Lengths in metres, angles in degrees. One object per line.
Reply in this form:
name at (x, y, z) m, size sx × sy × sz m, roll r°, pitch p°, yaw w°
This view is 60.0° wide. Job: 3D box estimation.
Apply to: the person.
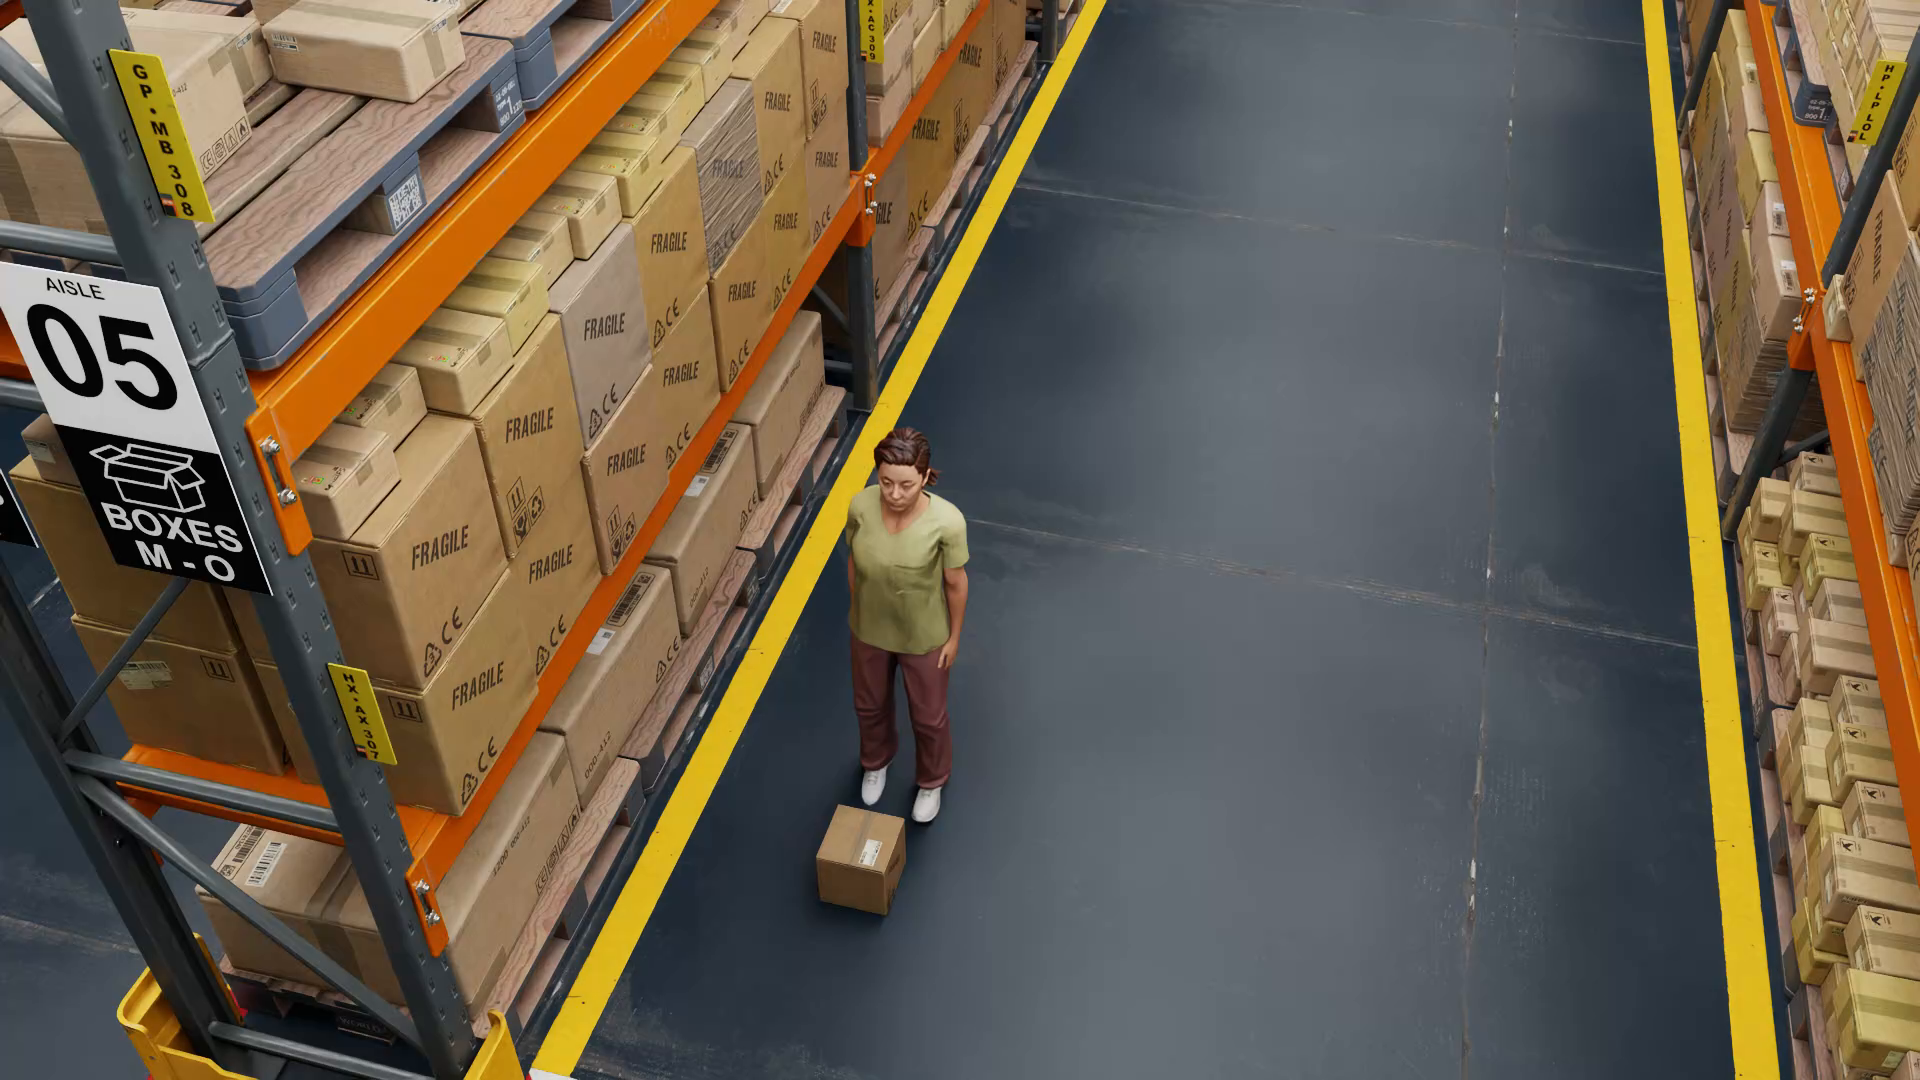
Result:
person at (-0.192, 0.319, 5.823) m, size 0.439 × 1.696 × 0.372 m, roll 12°, pitch 43°, yaw 13°
